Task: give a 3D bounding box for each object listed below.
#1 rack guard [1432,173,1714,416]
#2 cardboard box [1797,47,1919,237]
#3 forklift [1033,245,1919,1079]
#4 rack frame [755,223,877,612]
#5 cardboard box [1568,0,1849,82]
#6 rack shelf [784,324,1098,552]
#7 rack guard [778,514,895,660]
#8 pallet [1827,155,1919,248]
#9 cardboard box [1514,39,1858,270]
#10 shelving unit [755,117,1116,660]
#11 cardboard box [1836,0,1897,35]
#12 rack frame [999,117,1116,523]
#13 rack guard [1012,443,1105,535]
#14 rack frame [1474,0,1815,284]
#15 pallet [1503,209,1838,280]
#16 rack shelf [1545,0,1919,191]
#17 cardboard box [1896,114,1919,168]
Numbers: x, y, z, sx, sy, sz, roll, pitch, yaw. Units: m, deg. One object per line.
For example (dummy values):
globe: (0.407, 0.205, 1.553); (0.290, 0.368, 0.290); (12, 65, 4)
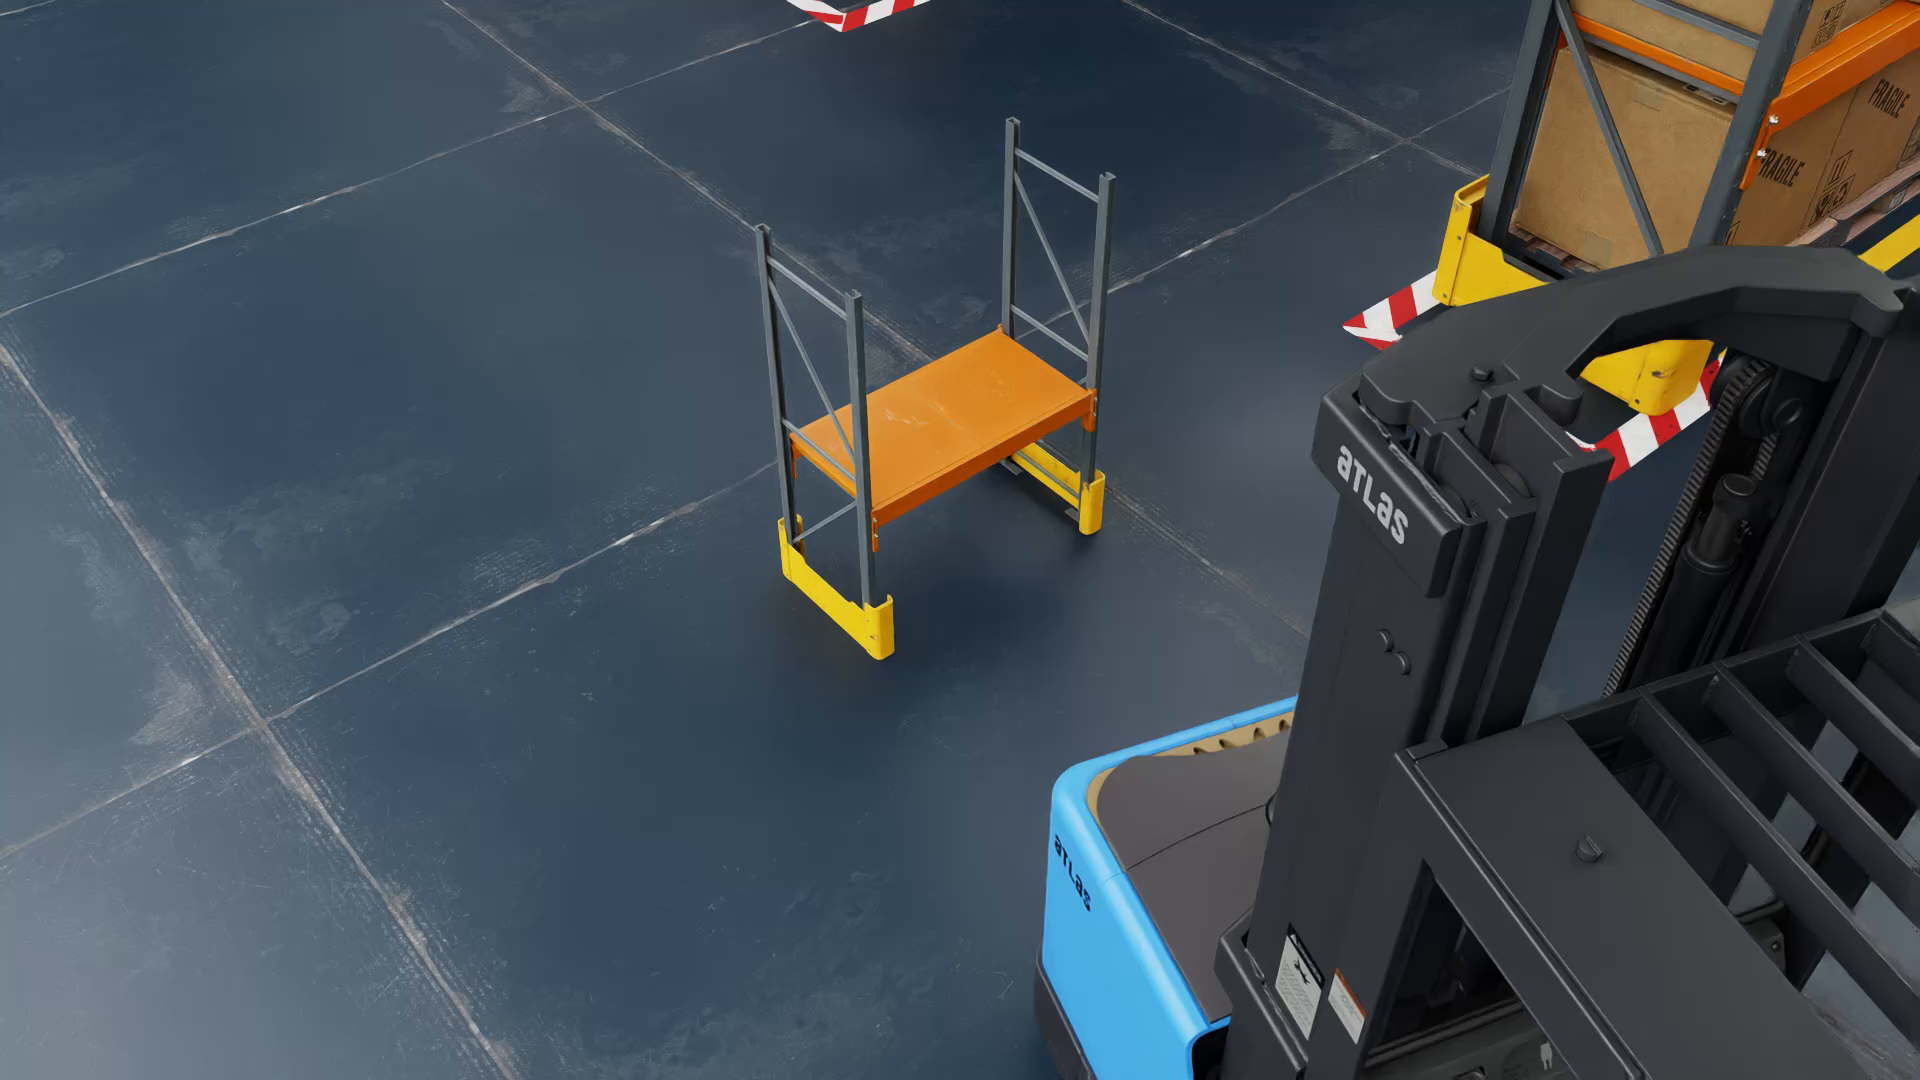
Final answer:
rack guard: (2.586, -1.051, 7.004); (0.348, 0.500, 1.175); (-30, 51, -28)
cardboard box: (3.756, -2.072, 7.510); (0.875, 0.875, 0.875); (-31, 51, -28)
forklift: (1.215, 1.103, 2.934); (1.130, 2.935, 3.031); (-15, 45, -15)
rack frame: (-0.455, -0.286, 5.459); (0.032, 1.500, 0.500); (-30, 51, -28)
cardboard box: (2.860, -2.215, 6.307); (0.550, 0.550, 0.875); (-30, 51, -28)
rack shelf: (-0.065, -0.378, 5.820); (1.000, 0.185, 0.538); (-30, 51, -28)
rack guard: (-0.440, 0.161, 5.896); (0.087, 0.250, 0.587); (-30, 51, -28)
pallet: (4.103, -1.882, 8.100); (1.213, 0.211, 1.003); (-30, 51, -28)
cardboard box: (3.082, -1.684, 7.098); (0.875, 0.875, 0.875); (-29, 51, -28)
shelving unit: (-0.058, -0.513, 5.701); (1.083, 1.500, 0.587); (-30, 51, -28)
cardboard box: (3.268, -2.468, 6.577); (0.550, 0.550, 0.875); (-30, 51, -28)
rack frame: (0.324, -0.733, 5.934); (0.032, 1.500, 0.500); (-30, 51, -28)
rack guard: (0.324, -0.276, 6.362); (0.087, 0.250, 0.587); (-30, 51, -28)
rack frame: (2.604, -1.973, 6.160); (0.127, 3.000, 1.000); (-30, 51, -28)
pallet: (3.168, -1.349, 7.532); (1.213, 0.211, 1.003); (-30, 51, -28)
rack shelf: (4.138, -2.589, 7.341); (4.000, 0.370, 1.077); (-30, 51, -28)
cardboard box: (4.456, -2.471, 7.935); (0.875, 0.875, 0.875); (-29, 51, -28)
